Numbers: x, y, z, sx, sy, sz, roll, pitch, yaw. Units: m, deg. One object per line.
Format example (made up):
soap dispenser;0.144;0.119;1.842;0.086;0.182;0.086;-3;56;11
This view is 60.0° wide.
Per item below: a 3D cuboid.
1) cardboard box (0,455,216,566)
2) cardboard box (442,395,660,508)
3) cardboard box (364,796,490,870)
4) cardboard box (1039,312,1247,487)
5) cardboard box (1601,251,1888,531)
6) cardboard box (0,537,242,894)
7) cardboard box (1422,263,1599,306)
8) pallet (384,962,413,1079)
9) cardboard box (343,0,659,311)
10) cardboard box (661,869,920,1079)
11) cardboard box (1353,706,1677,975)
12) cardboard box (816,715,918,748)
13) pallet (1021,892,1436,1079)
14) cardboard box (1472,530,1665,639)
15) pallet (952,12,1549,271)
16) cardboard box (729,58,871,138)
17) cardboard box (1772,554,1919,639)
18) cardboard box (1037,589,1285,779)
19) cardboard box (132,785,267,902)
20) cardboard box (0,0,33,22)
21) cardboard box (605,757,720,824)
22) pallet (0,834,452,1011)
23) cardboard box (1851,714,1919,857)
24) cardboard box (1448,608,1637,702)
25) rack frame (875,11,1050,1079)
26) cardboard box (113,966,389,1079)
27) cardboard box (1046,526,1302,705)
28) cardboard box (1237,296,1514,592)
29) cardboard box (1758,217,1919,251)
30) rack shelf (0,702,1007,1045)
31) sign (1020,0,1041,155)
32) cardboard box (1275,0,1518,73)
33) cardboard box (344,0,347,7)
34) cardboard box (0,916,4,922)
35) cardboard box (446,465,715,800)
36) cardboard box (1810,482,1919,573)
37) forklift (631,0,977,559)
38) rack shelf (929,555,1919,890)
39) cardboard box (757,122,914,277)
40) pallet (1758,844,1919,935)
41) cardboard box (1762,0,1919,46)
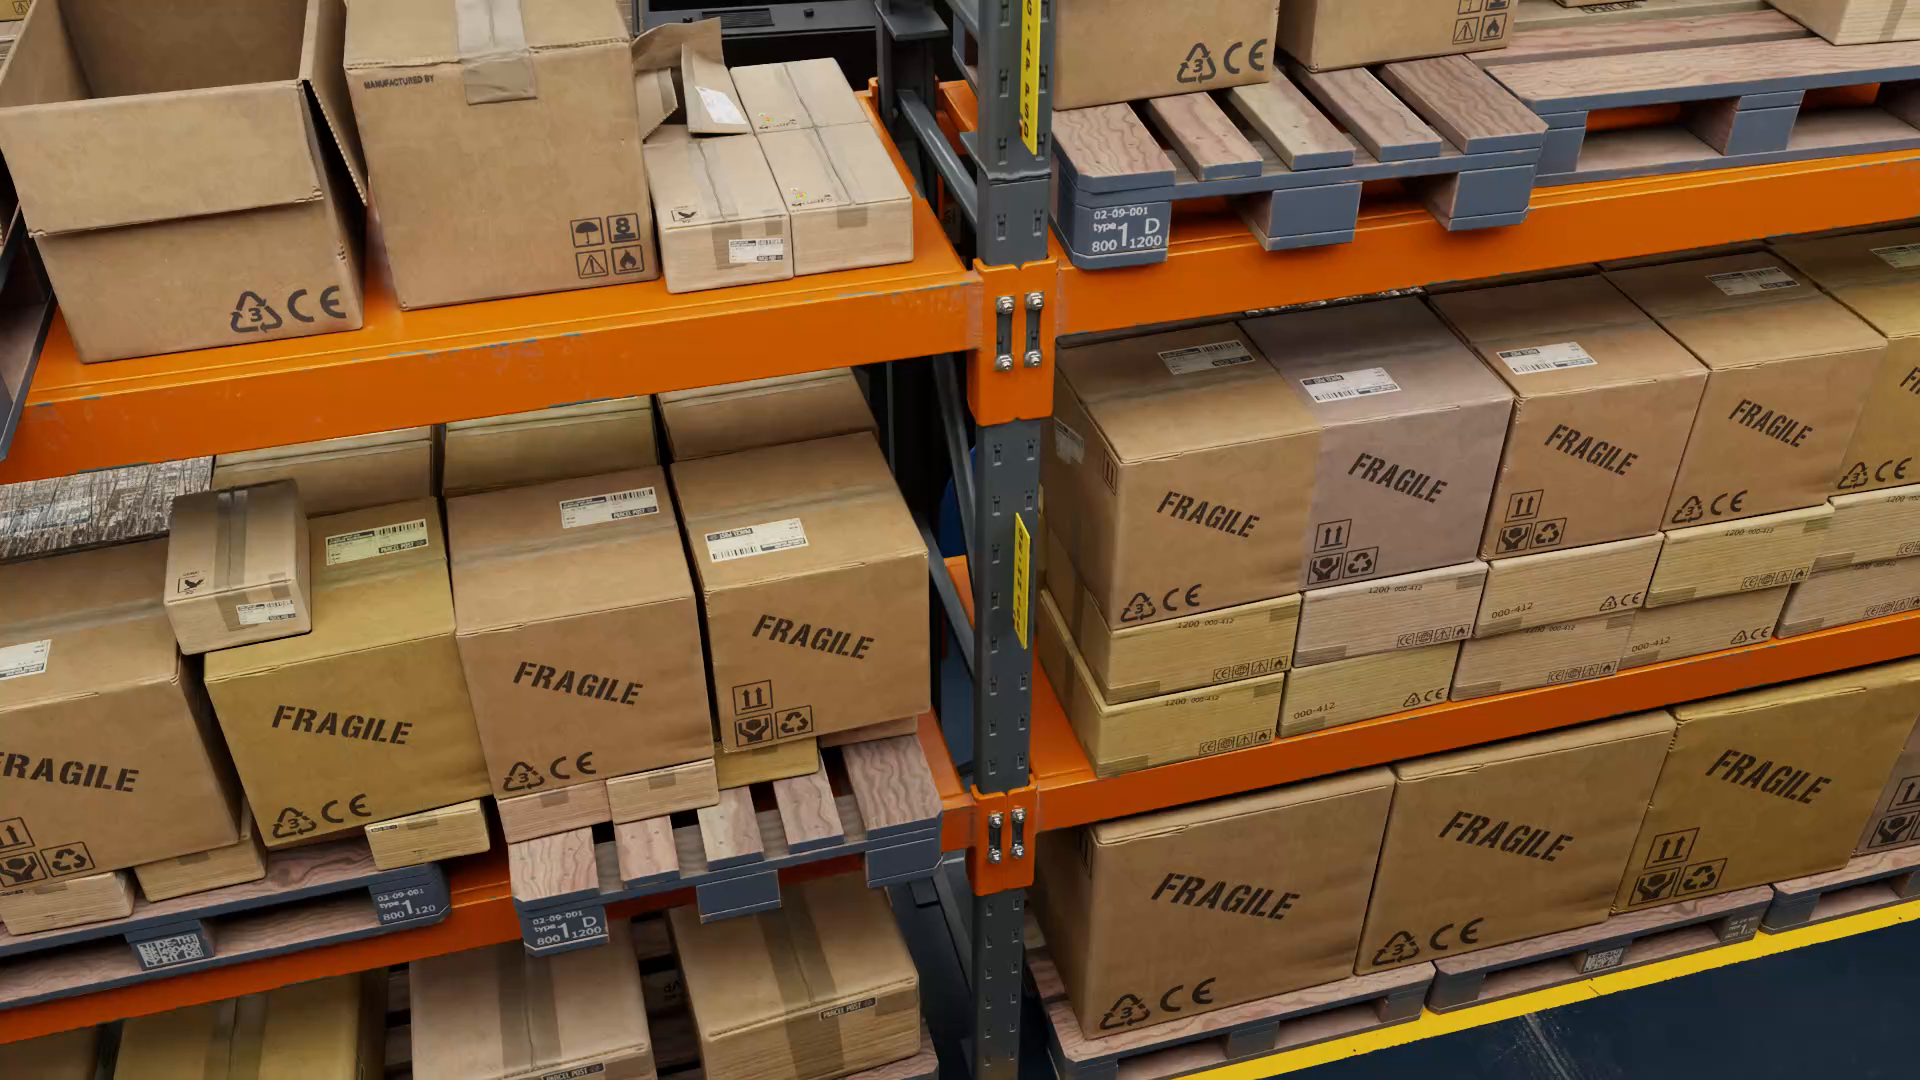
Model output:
cardboard box;-2.005;0.066;4.022;0.500;0.500;0.500;-11;39;-14
cardboard box;-1.009;-0.096;4.235;0.500;0.500;0.500;-7;38;-10
cardboard box;-1.247;0.567;3.901;0.250;0.149;0.380;-9;38;-11
cardboard box;0.418;-0.466;4.485;0.500;0.500;0.500;-10;39;-13
cardboard box;1.995;-0.401;4.400;0.500;0.500;0.500;-9;38;-11
cardboard box;-1.890;0.371;3.623;0.500;0.500;0.500;-11;39;-14
cardboard box;1.392;-0.627;4.696;0.500;0.500;0.500;-9;38;-12
pallet;-1.943;1.628;4.949;1.213;0.211;1.003;-9;38;-12
cardboard box;-0.931;-0.881;3.382;0.500;0.500;0.700;-9;38;-12
cardboard box;-0.561;1.167;5.073;0.625;0.372;0.950;-12;39;-15
cardboard box;1.538;0.684;5.291;0.875;0.875;0.875;-9;38;-11
cardboard box;-0.268;0.329;4.212;0.250;0.149;0.380;-8;38;-10
pallet;0.768;1.233;5.465;1.213;0.211;1.003;-9;38;-12
cardboard box;1.524;-0.021;4.521;0.500;0.250;0.500;-9;38;-12
pallet;0.595;-1.044;3.832;1.003;0.211;1.213;-8;38;-10
cardboard box;-0.362;-0.935;3.742;0.250;0.149;0.380;-9;38;-12
cardboard box;2.497;0.000;4.905;0.500;0.250;0.500;-10;39;-13
cardboard box;0.525;0.336;4.466;0.500;0.250;0.500;-10;39;-13
cardboard box;-1.743;0.621;3.831;0.250;0.149;0.380;-10;39;-13
cardboard box;-4.289;-2.650;7.340;0.500;0.500;0.700;-10;39;-13
cardboard box;-0.740;0.480;4.015;0.250;0.149;0.380;-10;38;-12
pallet;-1.914;0.620;4.129;1.213;0.211;1.003;-9;38;-12
cardboard box;3.271;0.395;5.668;0.875;0.875;0.875;-8;38;-11
cardboard box;1.524;0.164;4.690;0.500;0.250;0.500;-8;38;-10
rack frame;-0.013;0.206;4.512;0.127;3.000;1.000;-9;38;-12
cardboard box;-2.005;1.405;4.762;0.625;0.372;0.950;-8;38;-10
cardboard box;0.540;0.132;4.321;0.500;0.250;0.500;-10;38;-12
cardboard box;1.003;-0.250;4.203;0.500;0.500;0.500;-9;38;-12
cardboard box;2.380;-0.789;4.907;0.500;0.500;0.500;-10;39;-13
rack shelf;-1.944;0.809;4.316;4.000;0.370;1.077;-9;38;-12
sign;0.126;-0.872;3.027;0.005;0.325;0.100;-9;38;-12
cardboard box;0.893;-1.460;3.793;0.500;0.500;0.700;-11;39;-14
cardboard box;-2.731;-2.335;7.751;0.500;0.500;0.500;-10;39;-13
cardboard box;-2.263;0.692;3.738;0.250;0.149;0.380;-9;38;-12
cardboard box;-0.876;0.205;3.841;0.500;0.500;0.500;-10;39;-13
cardboard box;2.507;-0.185;4.735;0.500;0.250;0.500;-8;38;-11
forklift;-0.618;-1.101;6.277;3.031;2.935;1.130;-6;38;-8
rack shelf;1.918;0.175;5.145;4.000;0.370;1.077;-9;38;-12
cardboard box;-0.262;-0.713;3.451;0.250;0.149;0.380;-9;38;-12
pallet;3.123;0.846;5.970;1.213;0.211;1.003;-9;38;-12
cardboard box;2.062;-1.306;3.866;0.250;0.166;0.380;-6;38;-8
